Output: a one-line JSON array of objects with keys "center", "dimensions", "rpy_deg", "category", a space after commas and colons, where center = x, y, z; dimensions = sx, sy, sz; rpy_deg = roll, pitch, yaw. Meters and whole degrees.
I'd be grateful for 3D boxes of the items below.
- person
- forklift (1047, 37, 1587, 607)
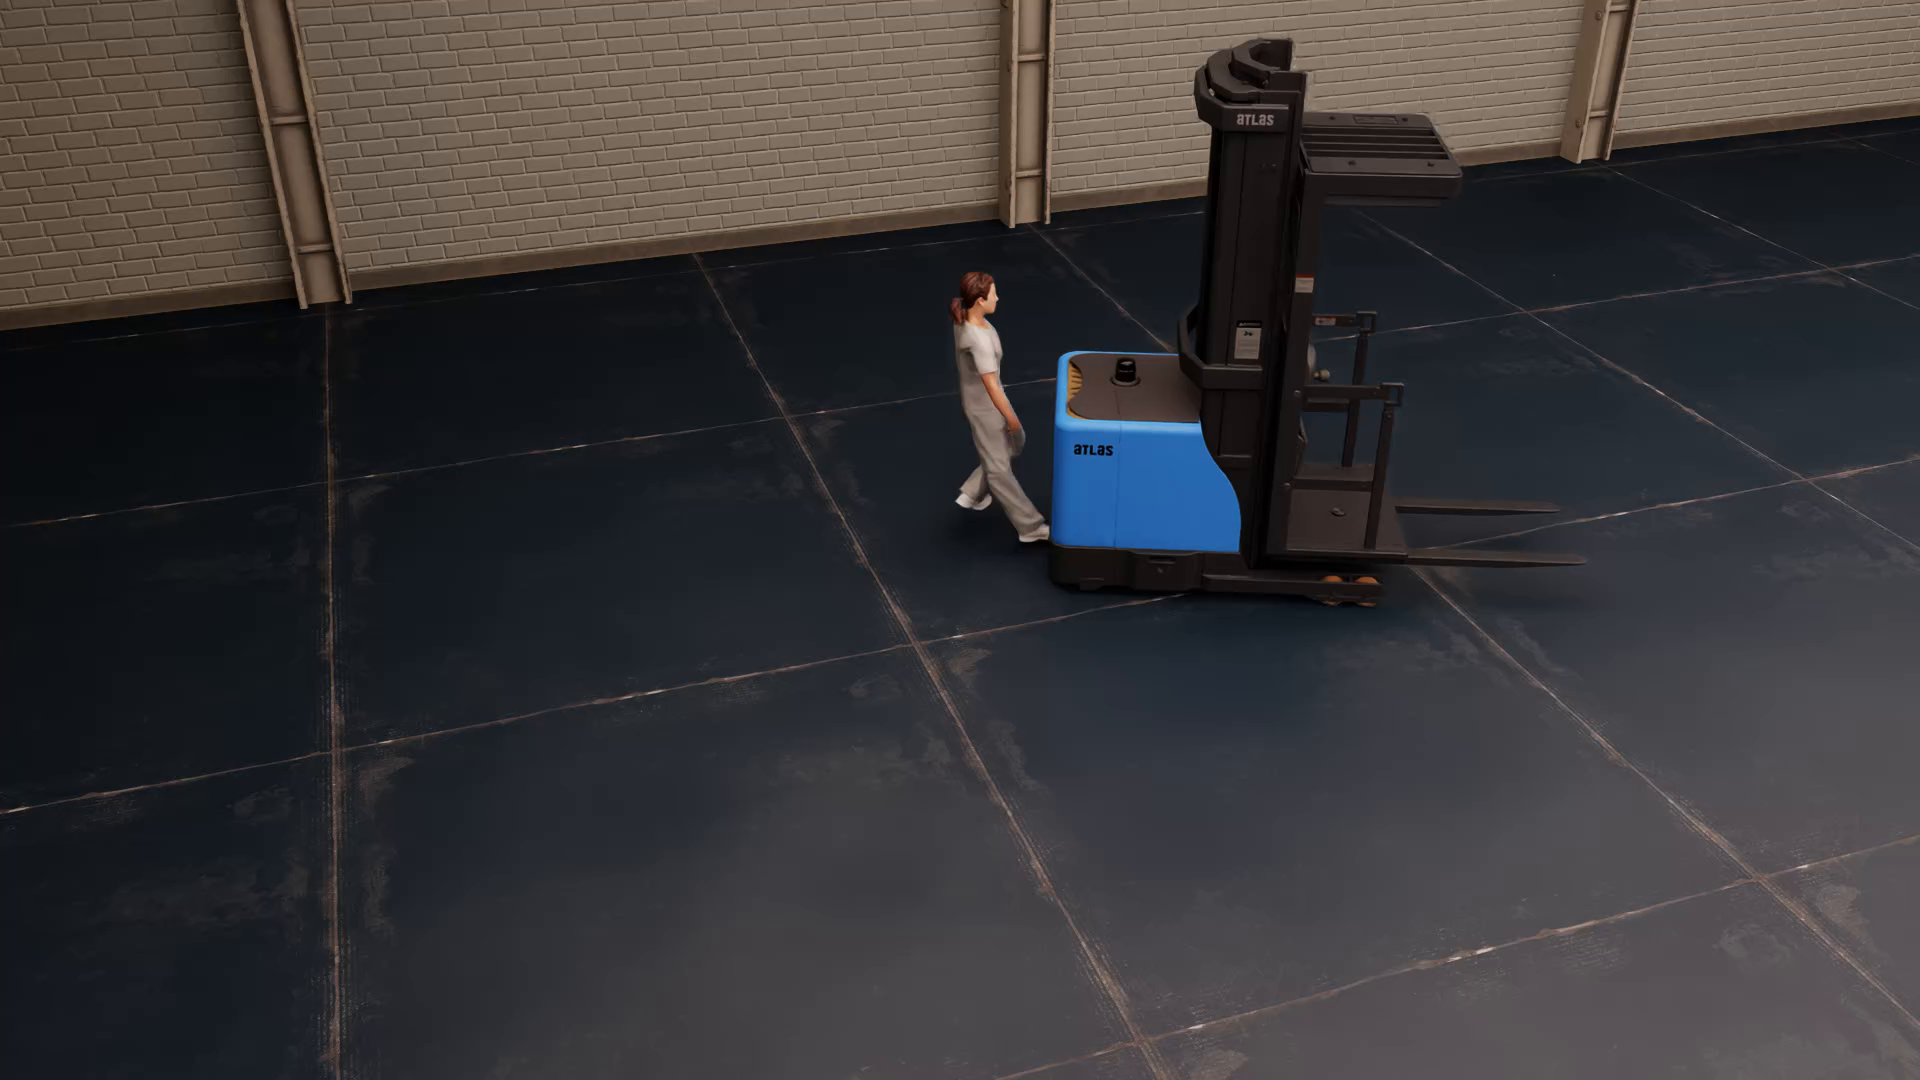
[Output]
[{"center": [0.285, -0.811, 9.746], "dimensions": [0.713, 1.591, 0.626], "rpy_deg": [-1, 30, -2], "category": "person"}, {"center": [2.044, -1.171, 9.122], "dimensions": [3.031, 2.935, 1.130], "rpy_deg": [2, 30, 4], "category": "forklift"}]
